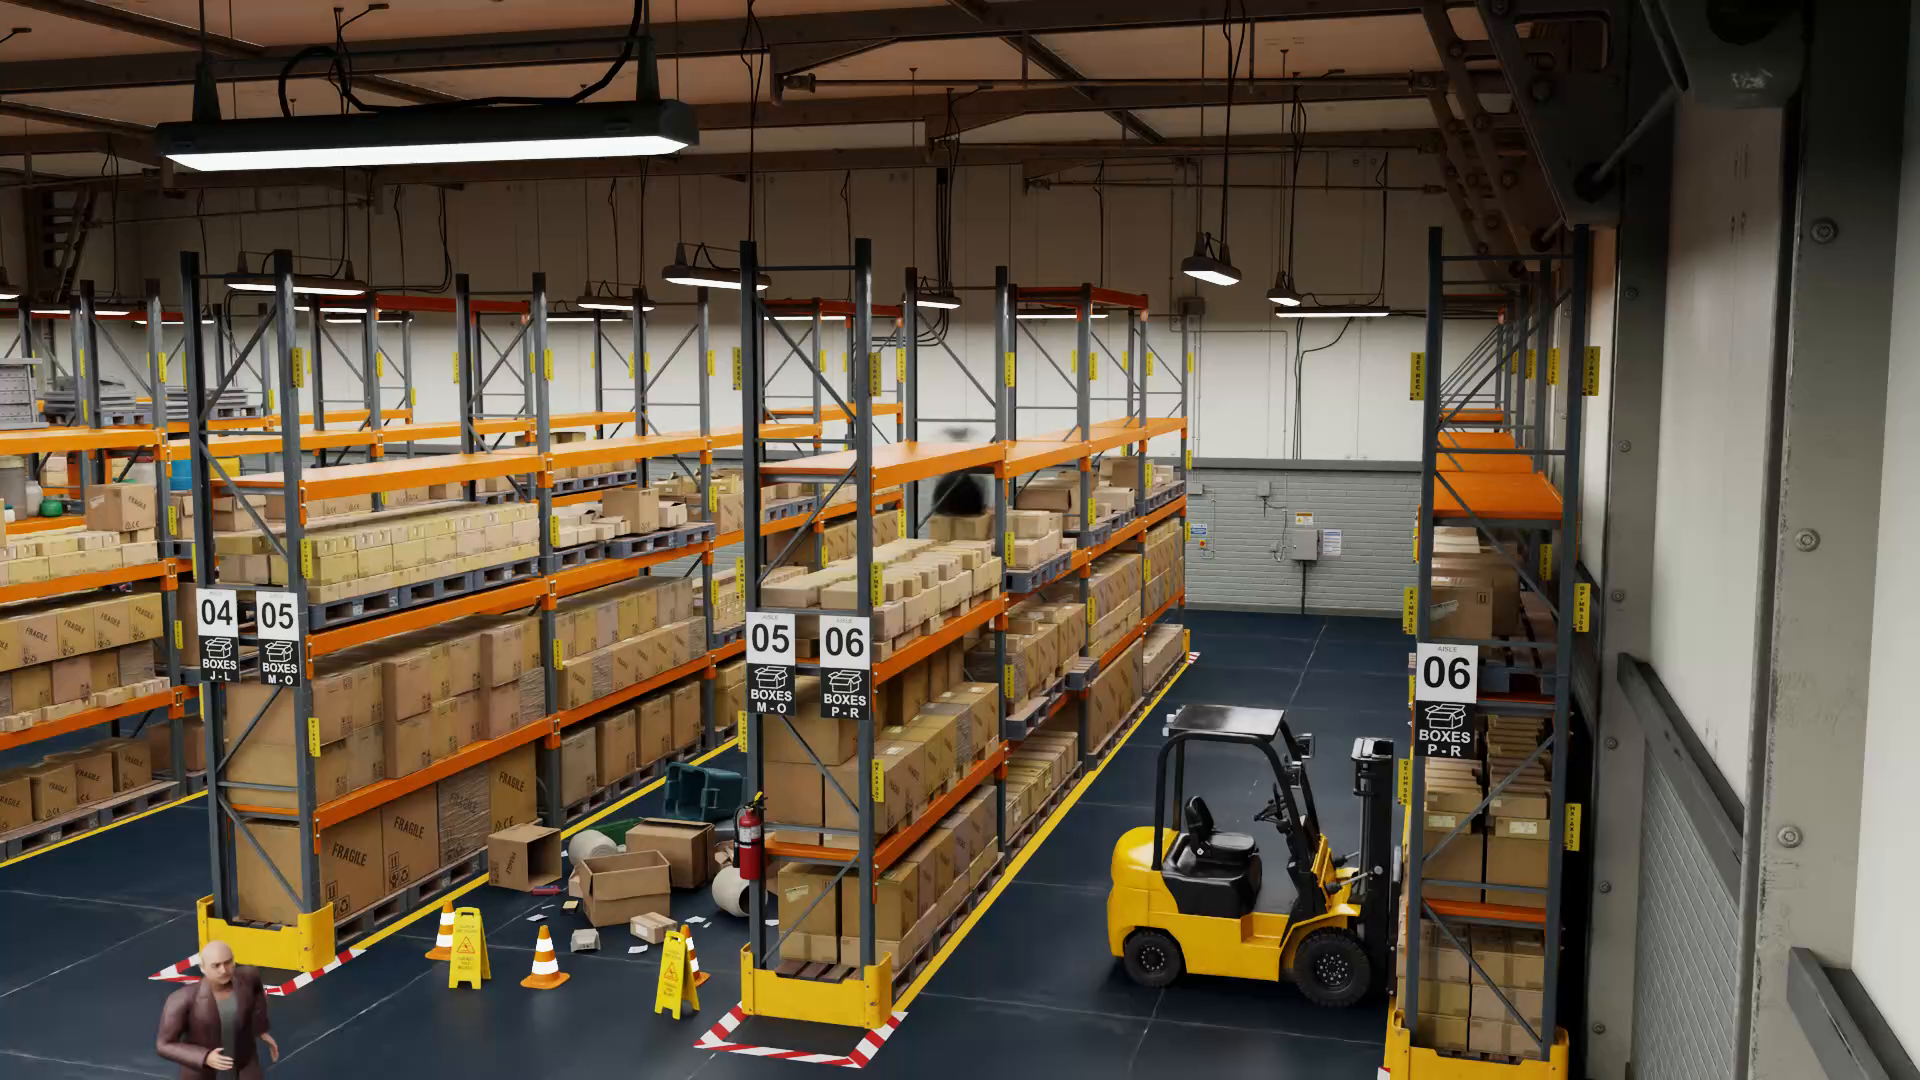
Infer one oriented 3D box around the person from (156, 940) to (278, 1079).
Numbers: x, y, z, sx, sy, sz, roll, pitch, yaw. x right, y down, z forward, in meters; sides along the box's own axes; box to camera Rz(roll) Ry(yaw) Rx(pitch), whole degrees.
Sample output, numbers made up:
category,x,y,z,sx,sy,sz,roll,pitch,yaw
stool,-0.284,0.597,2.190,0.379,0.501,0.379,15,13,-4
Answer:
category,x,y,z,sx,sy,sz,roll,pitch,yaw
person,-4.452,3.196,9.940,0.698,1.737,1.044,-5,8,-37
